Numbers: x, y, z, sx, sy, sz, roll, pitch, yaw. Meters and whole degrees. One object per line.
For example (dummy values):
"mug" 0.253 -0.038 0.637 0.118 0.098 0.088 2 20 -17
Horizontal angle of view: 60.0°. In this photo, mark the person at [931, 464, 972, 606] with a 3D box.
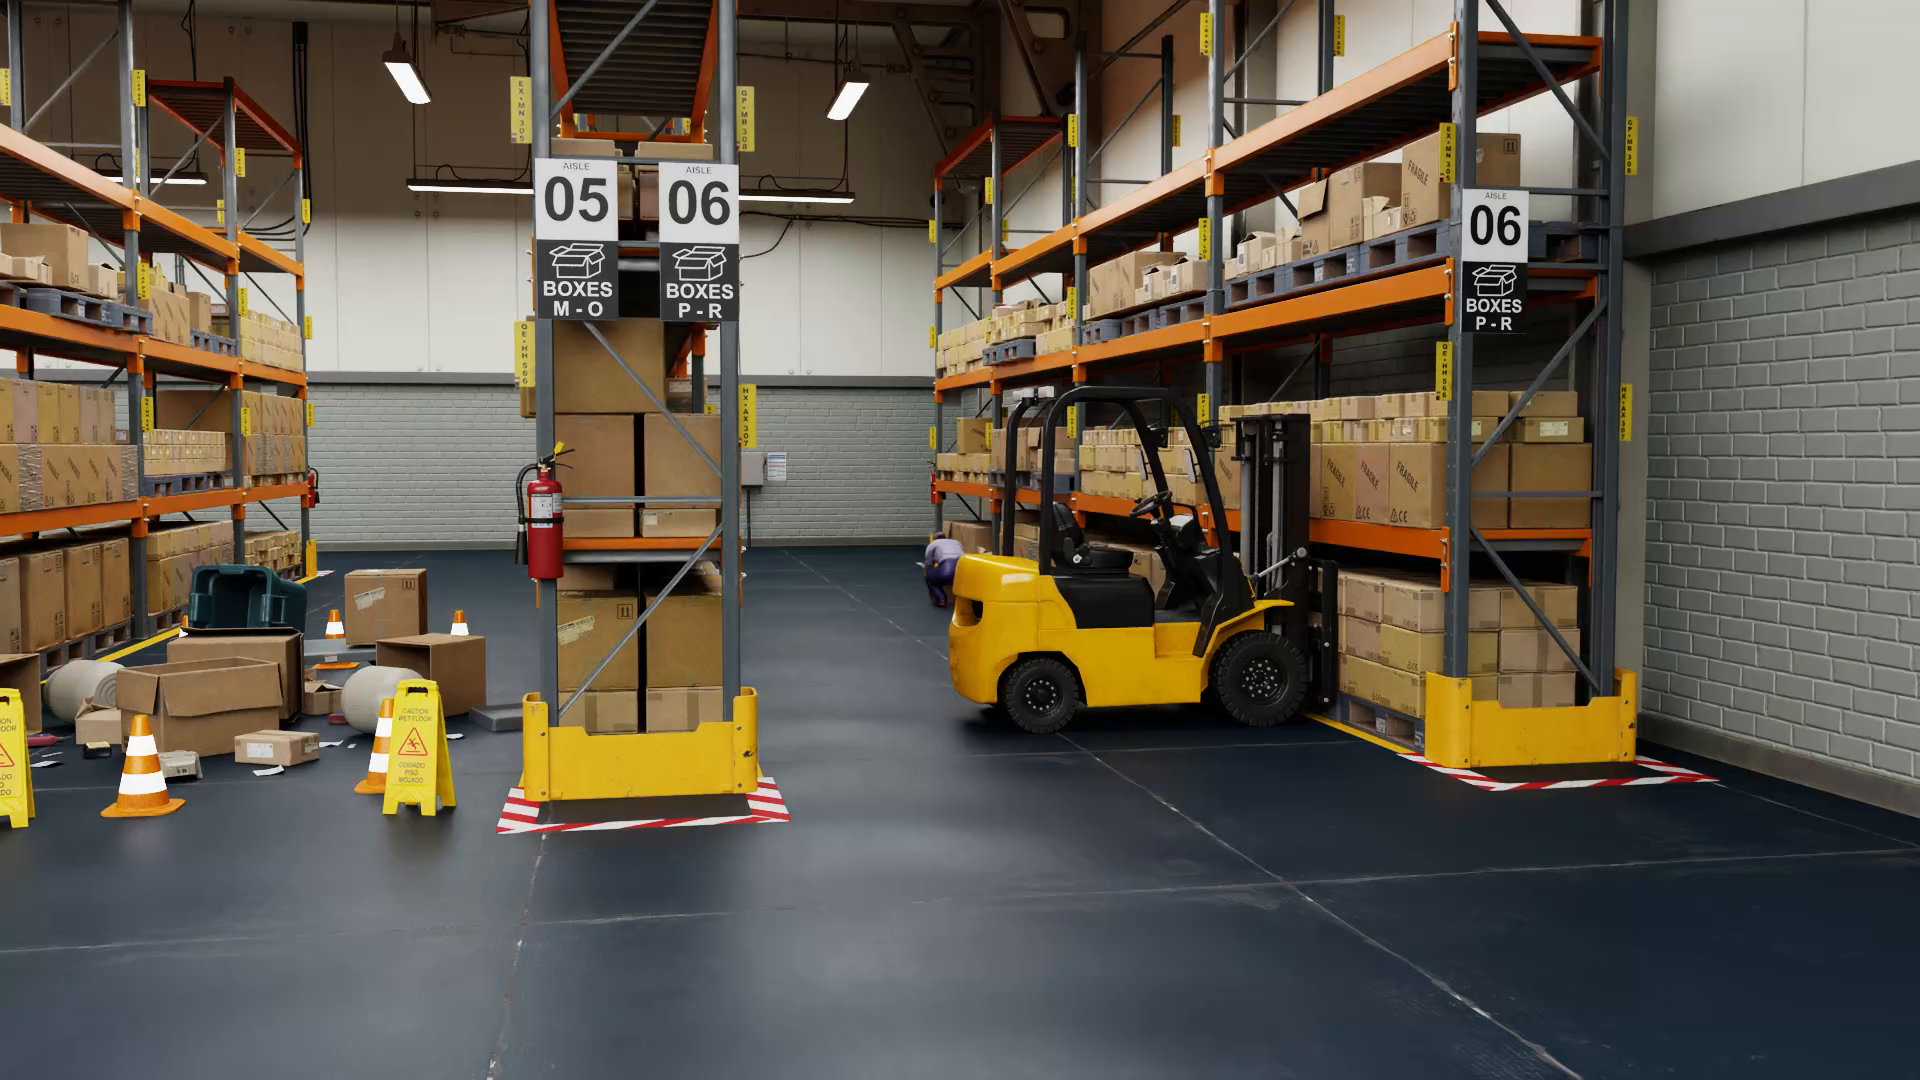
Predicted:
"person" -0.103 -0.047 18.731 0.436 1.594 0.568 -1 3 -12
